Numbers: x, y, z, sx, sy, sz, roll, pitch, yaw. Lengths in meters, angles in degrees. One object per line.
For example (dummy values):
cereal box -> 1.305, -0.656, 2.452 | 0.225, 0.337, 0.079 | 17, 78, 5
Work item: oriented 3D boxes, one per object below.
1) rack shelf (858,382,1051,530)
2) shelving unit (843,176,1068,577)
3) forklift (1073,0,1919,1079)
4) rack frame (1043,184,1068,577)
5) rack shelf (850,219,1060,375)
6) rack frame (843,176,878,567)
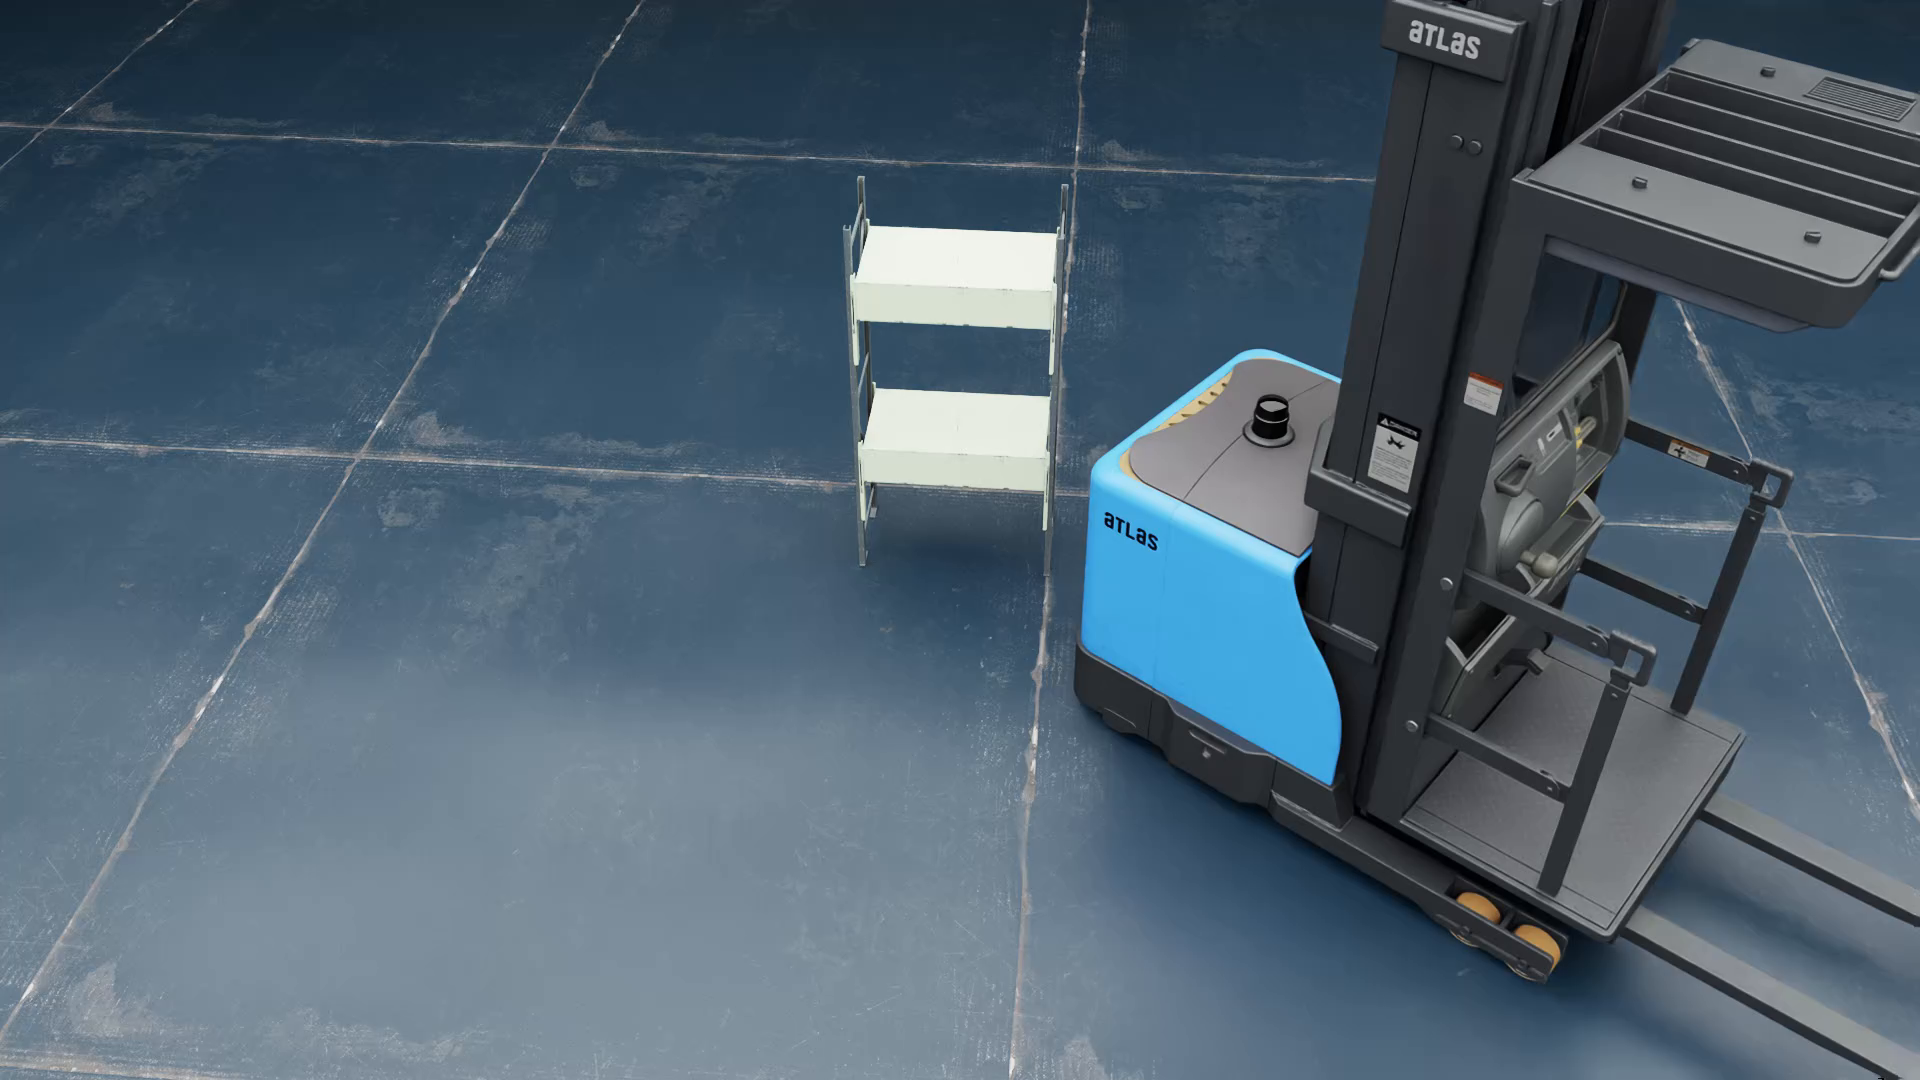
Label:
rack shelf -> -0.007, -0.329, 6.483 | 0.720, 0.370, 0.431 | 3, 39, 4
shelving unit -> -0.007, -0.582, 6.277 | 0.755, 1.500, 0.431 | 3, 39, 4
forklift -> 1.856, -0.171, 4.638 | 3.031, 2.935, 1.130 | 28, 47, 30
rack frame -> 0.358, -0.562, 6.252 | 0.023, 1.500, 0.400 | 3, 39, 4
rack shelf -> -0.007, -0.885, 6.031 | 0.720, 0.370, 0.431 | 3, 39, 4
rack frame -> -0.371, -0.602, 6.301 | 0.023, 1.500, 0.400 | 3, 39, 4
